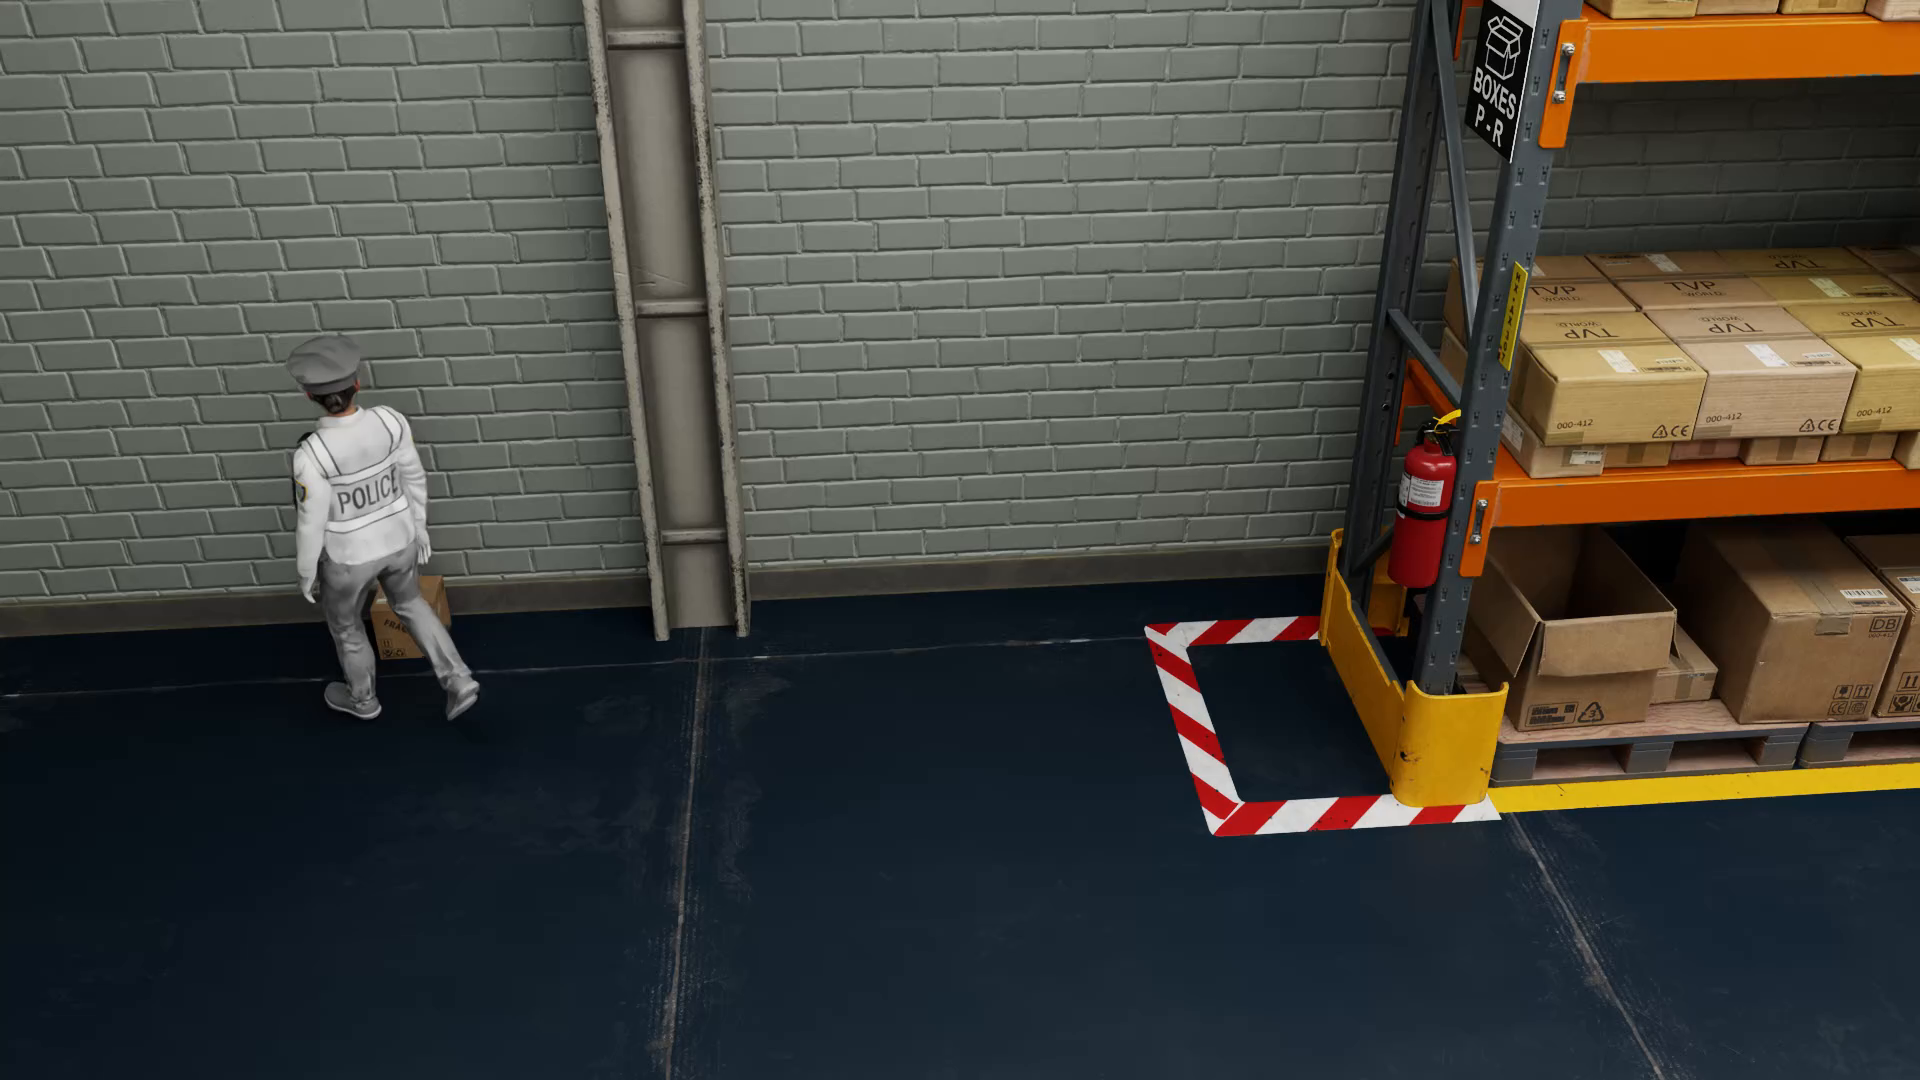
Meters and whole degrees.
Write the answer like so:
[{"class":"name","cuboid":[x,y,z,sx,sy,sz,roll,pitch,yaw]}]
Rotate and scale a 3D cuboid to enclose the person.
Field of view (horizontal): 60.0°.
[{"class":"person","cuboid":[-2.201,0.012,6.107,0.742,1.640,0.519,25,39,35]}]
